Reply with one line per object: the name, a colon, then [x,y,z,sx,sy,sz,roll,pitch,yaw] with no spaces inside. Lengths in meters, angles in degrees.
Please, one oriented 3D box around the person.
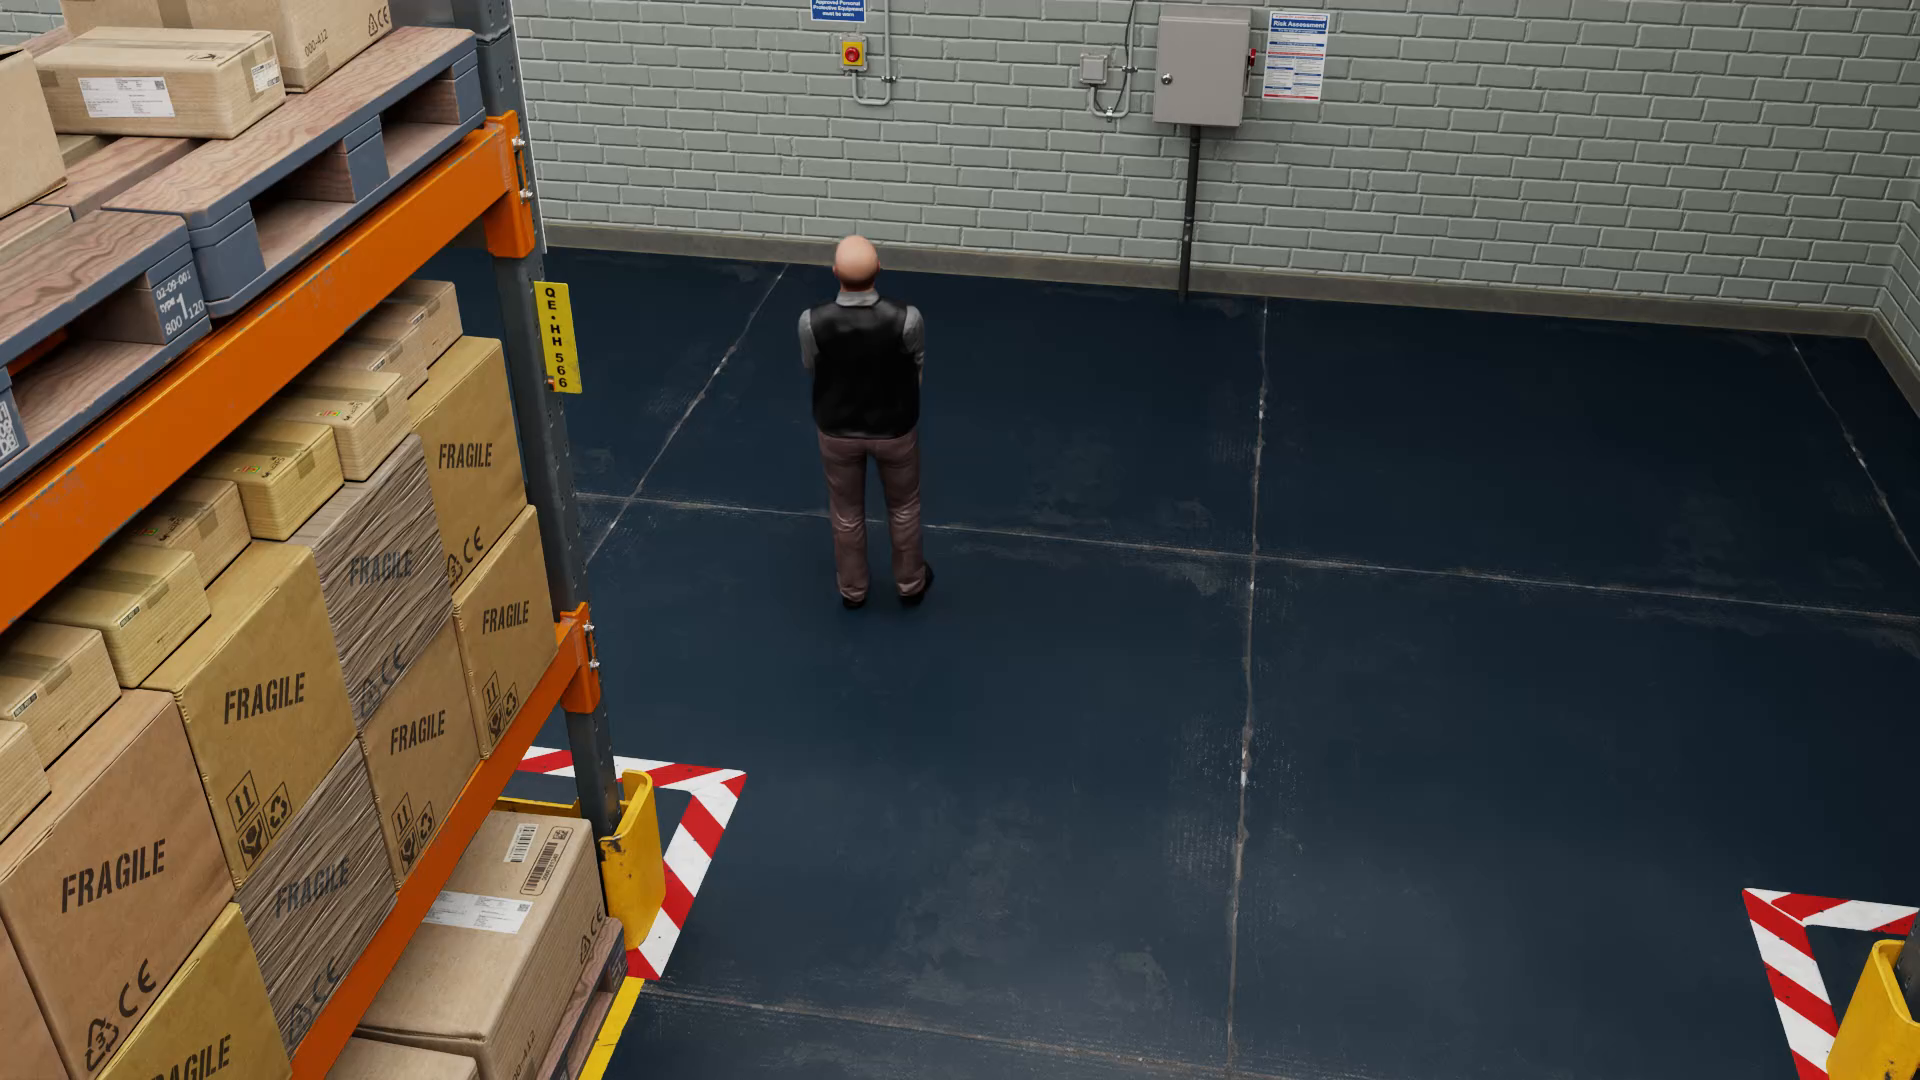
person: [-0.382,-0.507,6.962,0.532,1.724,0.539,-1,32,-1]
